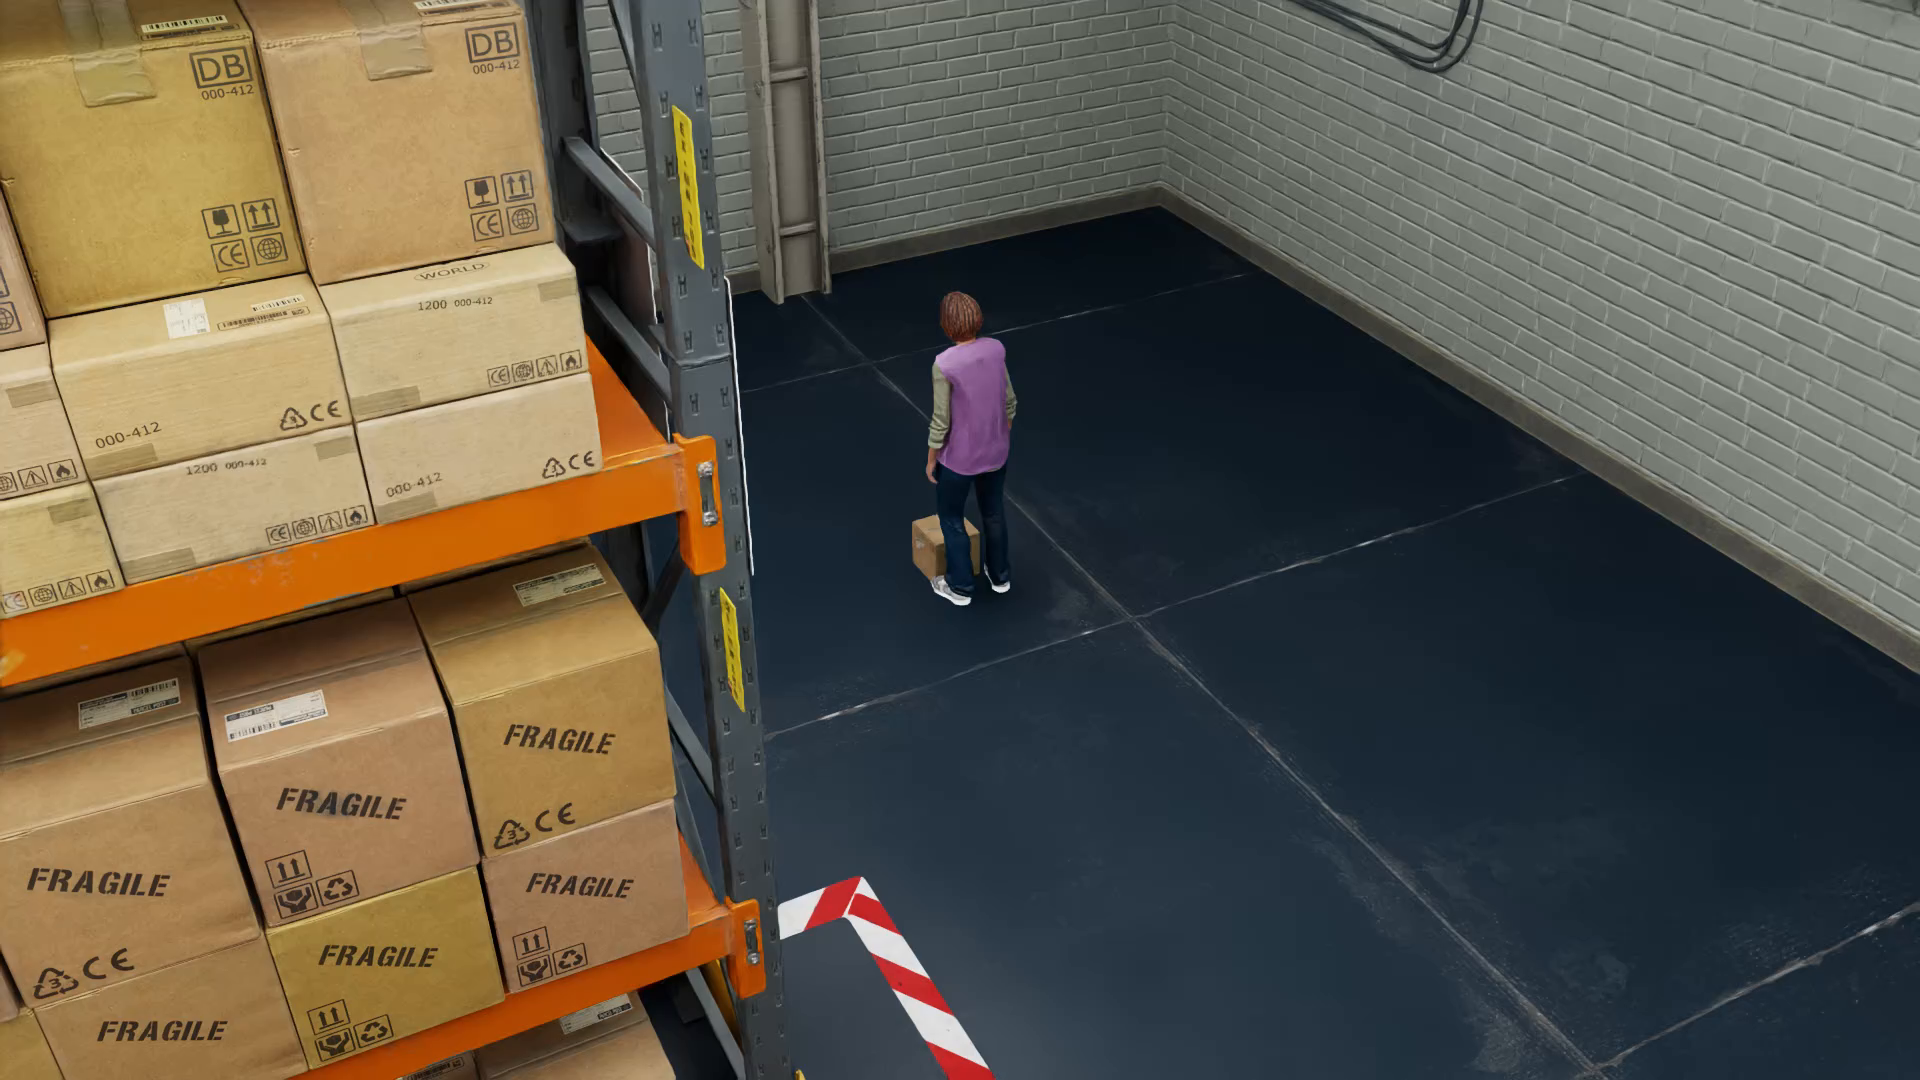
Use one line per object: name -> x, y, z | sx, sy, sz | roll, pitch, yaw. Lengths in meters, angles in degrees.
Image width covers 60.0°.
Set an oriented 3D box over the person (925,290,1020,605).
person -> 0.054, -0.406, 7.764 | 0.460, 1.592, 0.344 | -16, 37, -23
